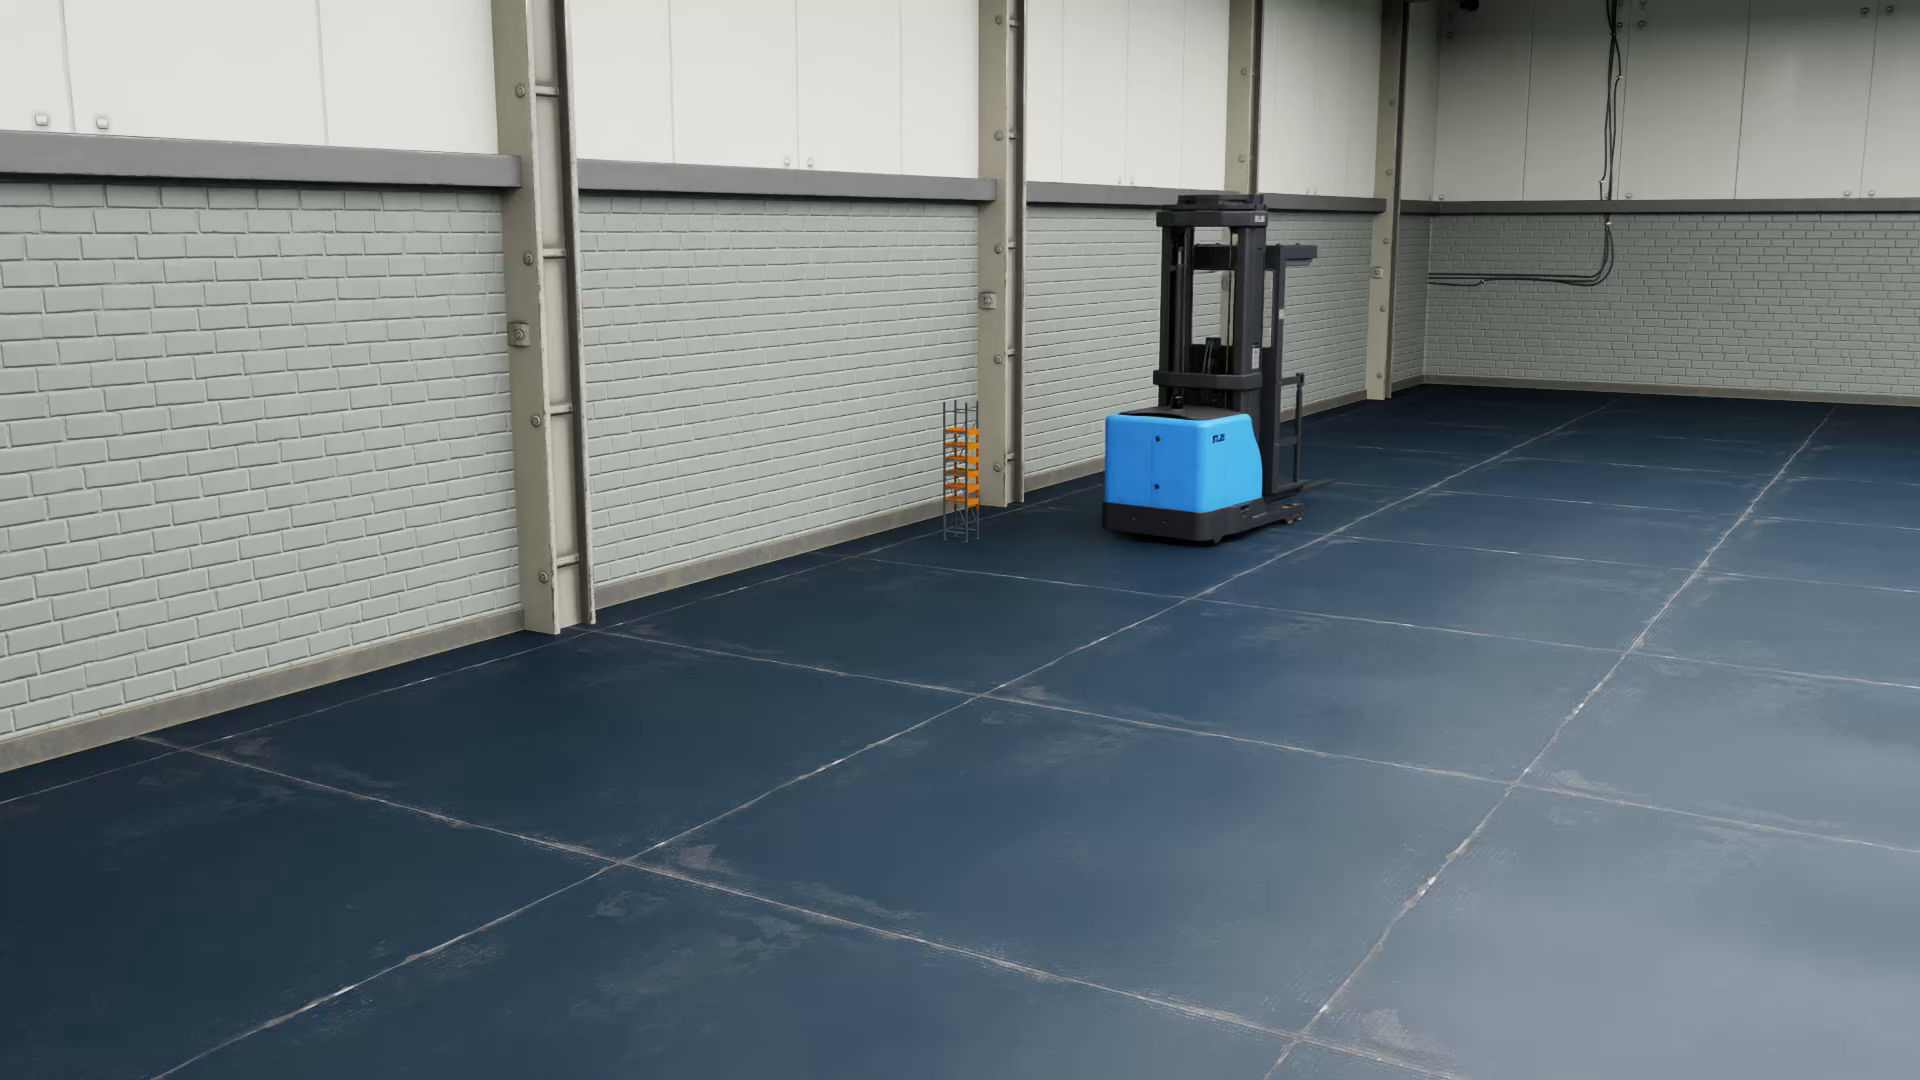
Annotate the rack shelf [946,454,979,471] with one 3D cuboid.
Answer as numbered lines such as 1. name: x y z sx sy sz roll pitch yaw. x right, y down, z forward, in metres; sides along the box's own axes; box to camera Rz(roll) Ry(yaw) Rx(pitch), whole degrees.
1. rack shelf: 0.008 -0.666 14.257 0.258 0.103 0.180 6 12 31

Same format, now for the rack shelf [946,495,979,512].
1. rack shelf: 0.008 -0.312 14.323 0.258 0.103 0.180 6 12 31

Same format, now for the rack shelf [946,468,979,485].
1. rack shelf: 0.008 -0.548 14.279 0.258 0.103 0.180 6 12 31

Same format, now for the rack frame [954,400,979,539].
1. rack frame: 0.055 -0.606 14.347 0.240 1.200 0.006 6 12 31

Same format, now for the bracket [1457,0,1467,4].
1. bracket: 8.073 -8.754 26.891 0.076 0.066 3.189 6 12 31

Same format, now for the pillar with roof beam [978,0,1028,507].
1. pillar with roof beam: 4.079 -4.375 13.282 9.100 9.000 0.400 6 12 31

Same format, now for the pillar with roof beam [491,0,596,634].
1. pillar with roof beam: 0.964 -3.431 8.241 9.100 9.000 0.400 6 12 31

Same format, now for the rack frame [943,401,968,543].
1. rack frame: -0.040 -0.578 14.194 0.240 1.200 0.006 6 12 31

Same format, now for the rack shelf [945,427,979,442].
1. rack shelf: 0.008 -0.902 14.212 0.258 0.103 0.180 6 12 31

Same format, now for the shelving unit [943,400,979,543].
1. shelving unit: 0.008 -0.592 14.270 0.258 1.200 0.189 6 12 31

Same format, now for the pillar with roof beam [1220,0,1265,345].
1. pillar with roof beam: 7.194 -5.318 18.322 9.100 9.000 0.400 6 12 31

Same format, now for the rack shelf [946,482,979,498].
1. rack shelf: 0.008 -0.430 14.301 0.258 0.103 0.180 6 12 31

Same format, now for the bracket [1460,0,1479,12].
1. bracket: 8.379 -8.847 27.387 0.235 0.232 0.430 6 12 31

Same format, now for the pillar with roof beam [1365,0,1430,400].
1. pillar with roof beam: 10.309 -6.262 23.363 9.100 9.000 0.548 6 12 31

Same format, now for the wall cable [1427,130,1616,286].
1. wall cable: 9.290 -5.484 27.645 3.097 2.526 0.112 6 12 31

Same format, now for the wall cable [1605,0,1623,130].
1. wall cable: 11.602 -7.708 25.800 3.097 2.526 0.112 6 12 31

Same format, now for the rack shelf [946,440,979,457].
1. rack shelf: 0.008 -0.784 14.234 0.258 0.103 0.180 6 12 31

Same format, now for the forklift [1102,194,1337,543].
1. forklift: 2.530 -1.634 15.134 1.130 2.935 3.031 8 13 36
